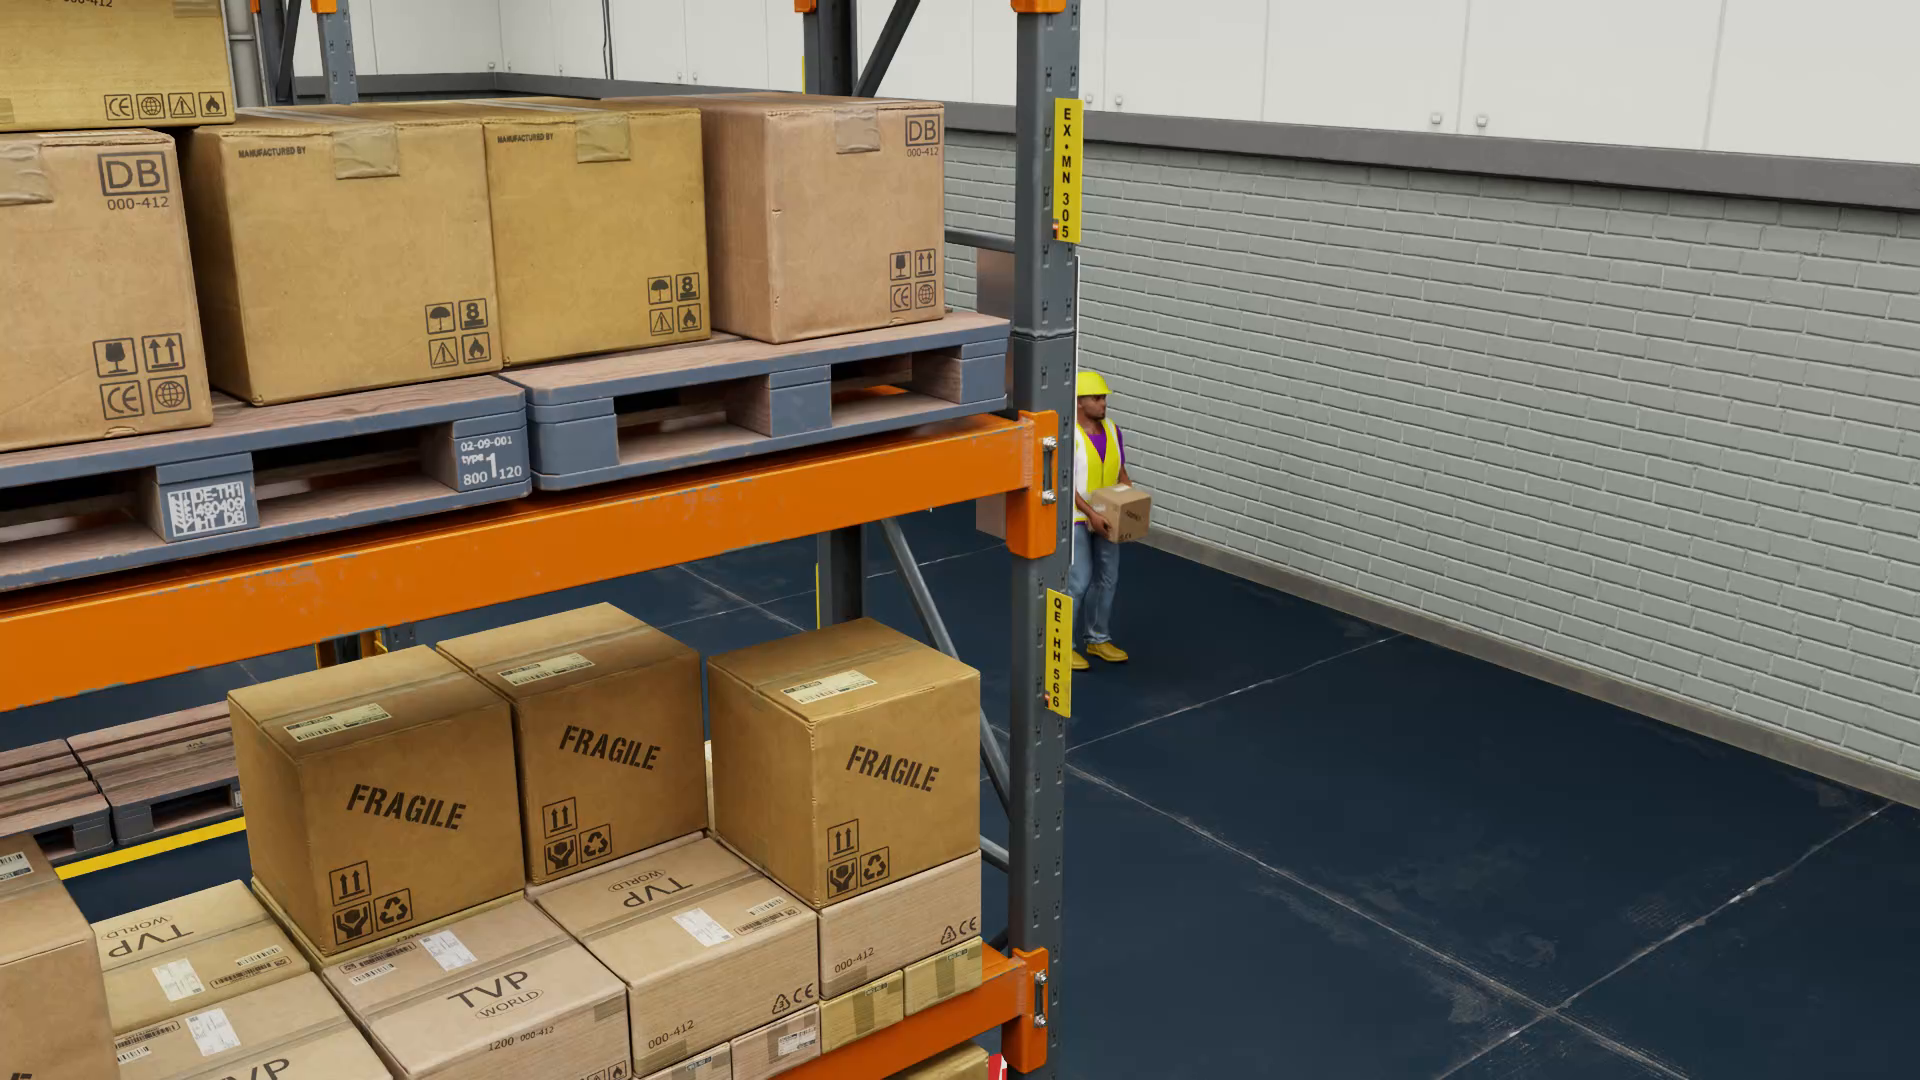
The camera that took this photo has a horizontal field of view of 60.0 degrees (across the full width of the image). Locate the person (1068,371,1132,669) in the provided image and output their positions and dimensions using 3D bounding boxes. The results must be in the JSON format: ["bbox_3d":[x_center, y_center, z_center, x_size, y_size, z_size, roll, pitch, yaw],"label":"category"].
[{"bbox_3d":[0.815,-0.109,9.850,0.542,1.770,0.551,-14,22,-37],"label":"person"}]
